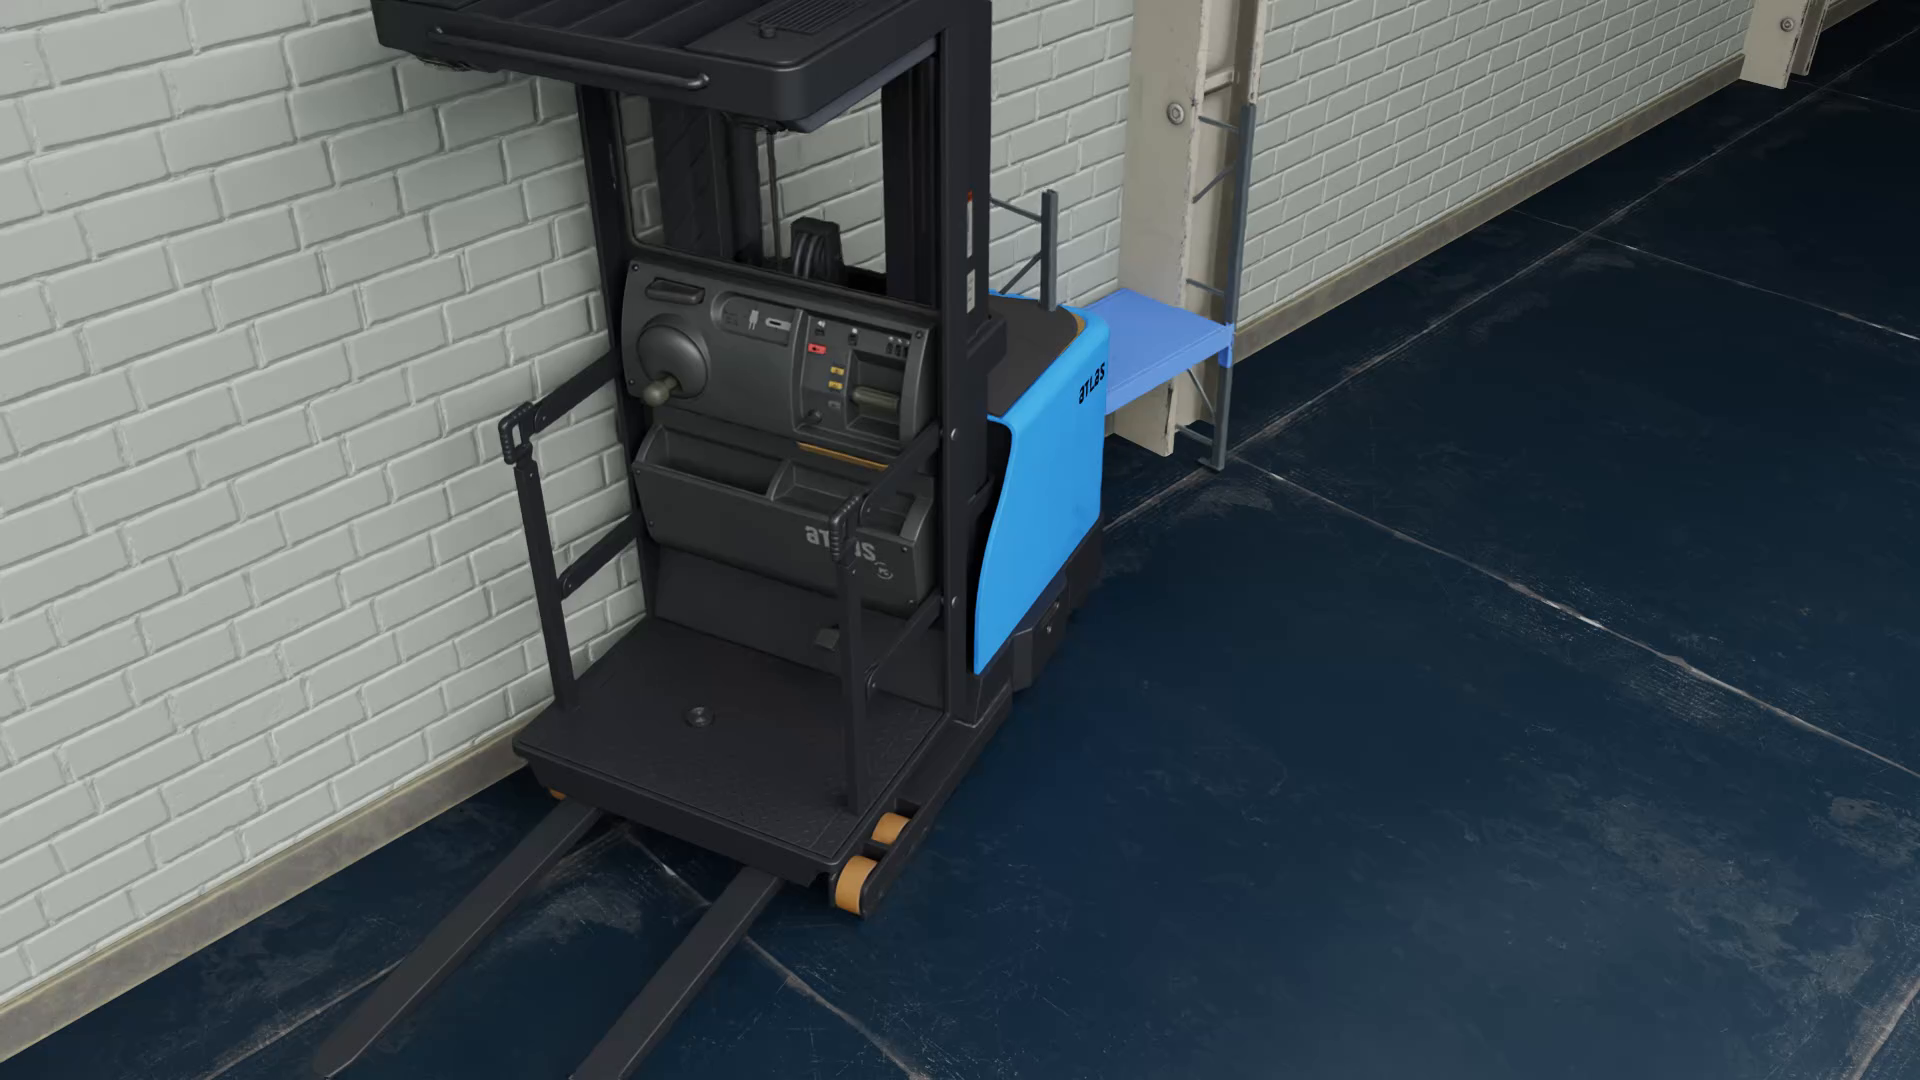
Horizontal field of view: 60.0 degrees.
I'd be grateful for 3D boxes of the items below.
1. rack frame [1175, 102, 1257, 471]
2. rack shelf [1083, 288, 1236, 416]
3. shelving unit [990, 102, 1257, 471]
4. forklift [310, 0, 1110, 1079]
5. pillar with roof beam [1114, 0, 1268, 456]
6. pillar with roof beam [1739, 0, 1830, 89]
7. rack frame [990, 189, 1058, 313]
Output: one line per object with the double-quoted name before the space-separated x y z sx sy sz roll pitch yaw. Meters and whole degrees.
"rack frame" 0.853 -0.990 6.327 0.032 1.500 0.500 -30 45 -35
"rack shelf" 0.495 -0.631 6.143 1.000 0.185 0.538 -30 45 -35
"shelving unit" 0.492 -0.778 6.039 1.048 1.500 0.538 -30 45 -35
"forklift" -0.603 -0.429 4.304 1.130 2.935 3.031 16 38 21
"pillar with roof beam" 3.915 -2.435 1.874 9.100 9.000 0.400 30 45 35
"pillar with roof beam" 8.143 -4.870 5.367 9.100 9.000 0.400 30 45 35
"rack frame" 0.132 -0.565 5.750 0.032 1.500 0.500 -30 45 -35
